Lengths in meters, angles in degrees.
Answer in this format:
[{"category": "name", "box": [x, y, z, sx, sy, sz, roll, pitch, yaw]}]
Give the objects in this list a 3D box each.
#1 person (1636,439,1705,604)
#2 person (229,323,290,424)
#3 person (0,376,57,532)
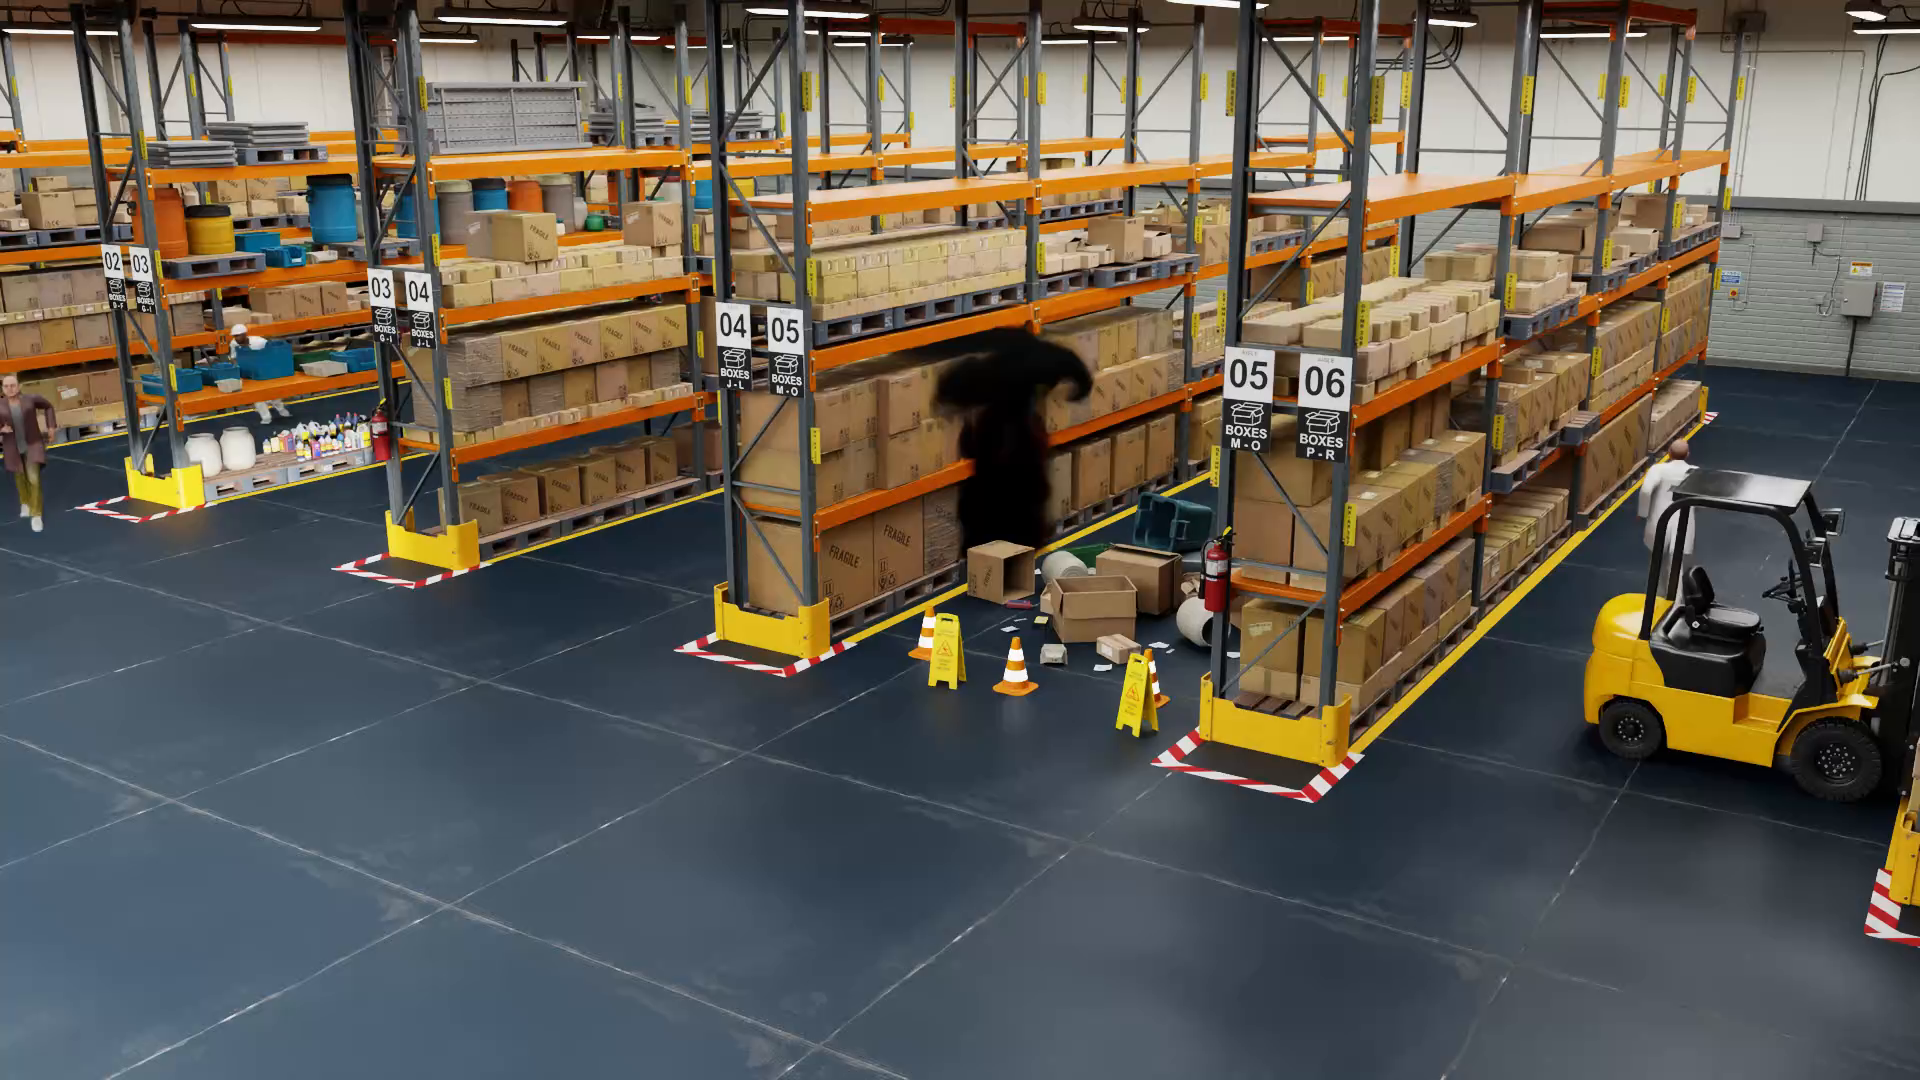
[{"category": "person", "box": [7.001, -0.093, 16.321, 0.694, 1.742, 0.959, 5, 16, 18]}, {"category": "person", "box": [-10.726, -2.551, 25.391, 0.673, 1.593, 0.925, 0, 16, -2]}, {"category": "person", "box": [-11.071, -1.050, 19.702, 0.716, 1.838, 0.991, -5, 16, -19]}]
